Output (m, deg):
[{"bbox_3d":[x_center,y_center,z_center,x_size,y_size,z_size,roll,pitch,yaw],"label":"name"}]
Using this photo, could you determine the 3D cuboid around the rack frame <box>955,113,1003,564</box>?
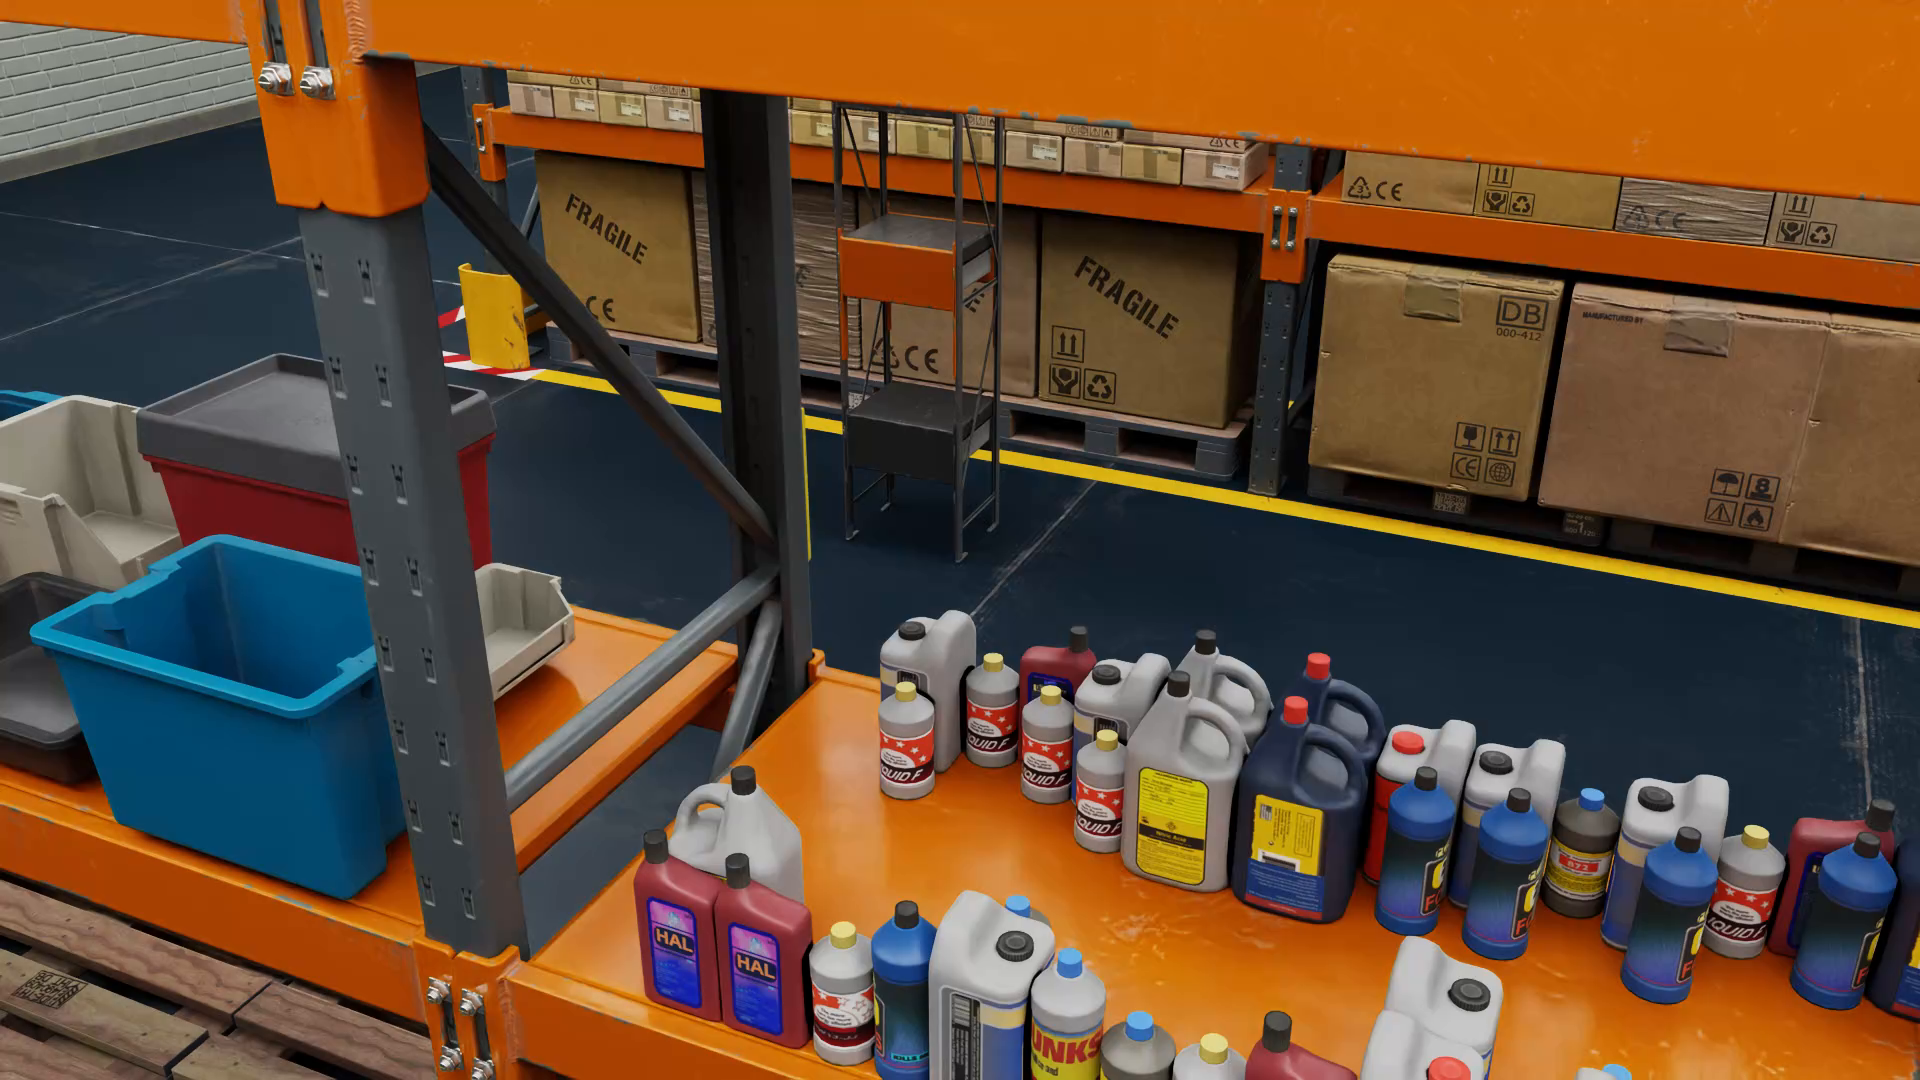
[{"bbox_3d":[0.071,-0.928,6.257,0.015,2.100,0.400,11,28,22],"label":"rack frame"}]

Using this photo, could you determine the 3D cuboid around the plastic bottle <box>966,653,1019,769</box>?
[{"bbox_3d":[0.059,0.298,2.974,0.097,0.201,0.097,0,26,0],"label":"plastic bottle"}]

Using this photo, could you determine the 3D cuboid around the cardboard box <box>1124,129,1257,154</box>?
[{"bbox_3d":[0.989,-1.777,6.795,0.500,0.250,0.500,11,28,21],"label":"cardboard box"}]

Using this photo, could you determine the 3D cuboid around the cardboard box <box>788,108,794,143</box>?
[{"bbox_3d":[-0.784,-1.922,7.542,0.250,0.149,0.380,11,28,21],"label":"cardboard box"}]

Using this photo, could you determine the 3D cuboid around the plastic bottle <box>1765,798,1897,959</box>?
[{"bbox_3d":[1.297,0.501,2.469,0.133,0.283,0.061,11,28,22],"label":"plastic bottle"}]

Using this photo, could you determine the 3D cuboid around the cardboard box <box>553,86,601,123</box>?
[{"bbox_3d":[-1.721,-2.110,7.924,0.250,0.149,0.380,11,28,21],"label":"cardboard box"}]

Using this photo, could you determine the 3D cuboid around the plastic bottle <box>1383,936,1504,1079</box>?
[{"bbox_3d":[0.619,0.658,2.158,0.135,0.276,0.152,11,28,22],"label":"plastic bottle"}]

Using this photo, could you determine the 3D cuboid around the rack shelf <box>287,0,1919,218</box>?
[{"bbox_3d":[1.270,-0.401,1.587,4.000,0.370,1.077,11,28,22],"label":"rack shelf"}]

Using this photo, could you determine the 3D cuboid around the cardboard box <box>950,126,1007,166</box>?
[{"bbox_3d":[0.149,-1.734,7.161,0.250,0.149,0.380,12,29,23],"label":"cardboard box"}]

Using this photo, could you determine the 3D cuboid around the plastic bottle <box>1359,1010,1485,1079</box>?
[{"bbox_3d":[0.556,0.719,2.034,0.135,0.276,0.152,11,28,22],"label":"plastic bottle"}]

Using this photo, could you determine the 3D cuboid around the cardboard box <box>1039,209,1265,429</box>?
[{"bbox_3d":[0.932,-1.123,7.565,0.875,0.875,0.875,11,28,22],"label":"cardboard box"}]

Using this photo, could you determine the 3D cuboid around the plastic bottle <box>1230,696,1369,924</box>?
[{"bbox_3d":[0.530,0.407,2.584,0.185,0.351,0.144,11,28,22],"label":"plastic bottle"}]

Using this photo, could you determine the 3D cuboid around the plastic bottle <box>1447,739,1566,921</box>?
[{"bbox_3d":[0.856,0.438,2.605,0.135,0.276,0.152,11,28,22],"label":"plastic bottle"}]

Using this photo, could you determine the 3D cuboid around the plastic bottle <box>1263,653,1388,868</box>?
[{"bbox_3d":[0.590,0.349,2.701,0.185,0.351,0.144,11,28,22],"label":"plastic bottle"}]

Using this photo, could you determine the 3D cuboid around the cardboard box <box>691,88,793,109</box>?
[{"bbox_3d":[-0.885,-2.151,7.555,0.500,0.250,0.500,10,28,20],"label":"cardboard box"}]

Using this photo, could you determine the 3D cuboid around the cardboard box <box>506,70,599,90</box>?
[{"bbox_3d":[-1.817,-2.336,7.933,0.500,0.250,0.500,11,28,20],"label":"cardboard box"}]

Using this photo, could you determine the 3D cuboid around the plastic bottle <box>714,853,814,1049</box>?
[{"bbox_3d":[-0.272,0.572,2.325,0.133,0.283,0.061,11,28,22],"label":"plastic bottle"}]

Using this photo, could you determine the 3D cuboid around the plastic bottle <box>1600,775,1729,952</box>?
[{"bbox_3d":[1.067,0.480,2.519,0.135,0.276,0.152,11,28,22],"label":"plastic bottle"}]

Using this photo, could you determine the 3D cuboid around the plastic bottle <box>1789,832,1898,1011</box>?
[{"bbox_3d":[1.280,0.541,2.400,0.097,0.271,0.097,0,26,0],"label":"plastic bottle"}]

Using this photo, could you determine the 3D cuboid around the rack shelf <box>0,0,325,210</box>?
[{"bbox_3d":[-2.371,-1.132,3.072,4.000,0.370,1.077,11,28,22],"label":"rack shelf"}]

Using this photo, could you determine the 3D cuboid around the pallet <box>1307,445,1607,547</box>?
[{"bbox_3d":[2.233,-0.373,7.269,1.213,0.211,1.003,11,28,22],"label":"pallet"}]

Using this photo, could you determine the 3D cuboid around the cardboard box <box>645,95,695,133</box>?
[{"bbox_3d":[-1.250,-2.016,7.733,0.250,0.149,0.380,11,28,21],"label":"cardboard box"}]

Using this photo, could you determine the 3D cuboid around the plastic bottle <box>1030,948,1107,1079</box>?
[{"bbox_3d":[0.140,0.651,2.177,0.097,0.271,0.097,0,26,0],"label":"plastic bottle"}]

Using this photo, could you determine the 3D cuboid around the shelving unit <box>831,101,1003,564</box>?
[{"bbox_3d":[-0.151,-0.972,6.348,0.503,2.100,0.431,11,28,22],"label":"shelving unit"}]

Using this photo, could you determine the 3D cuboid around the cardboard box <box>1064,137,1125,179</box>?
[{"bbox_3d":[0.618,-1.640,6.970,0.250,0.149,0.380,11,28,21],"label":"cardboard box"}]

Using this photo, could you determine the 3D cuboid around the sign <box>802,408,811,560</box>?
[{"bbox_3d":[-0.321,-0.089,3.221,0.005,0.325,0.100,11,28,22],"label":"sign"}]

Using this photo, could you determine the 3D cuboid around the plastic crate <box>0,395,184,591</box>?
[{"bbox_3d":[-1.865,-0.071,3.564,0.530,0.282,0.437,11,28,22],"label":"plastic crate"}]

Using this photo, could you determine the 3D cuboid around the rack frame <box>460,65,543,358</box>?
[{"bbox_3d":[-2.142,-2.467,8.364,0.127,3.000,1.000,11,28,22],"label":"rack frame"}]

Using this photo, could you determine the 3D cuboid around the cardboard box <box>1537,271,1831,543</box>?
[{"bbox_3d":[2.904,-0.698,6.702,0.875,0.875,1.225,10,28,20],"label":"cardboard box"}]

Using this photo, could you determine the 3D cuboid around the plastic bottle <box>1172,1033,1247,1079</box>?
[{"bbox_3d":[0.317,0.718,2.121,0.097,0.201,0.097,0,26,0],"label":"plastic bottle"}]

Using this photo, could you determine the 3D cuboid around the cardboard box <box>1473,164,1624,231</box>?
[{"bbox_3d":[2.273,-1.504,6.295,0.500,0.500,0.500,11,28,22],"label":"cardboard box"}]

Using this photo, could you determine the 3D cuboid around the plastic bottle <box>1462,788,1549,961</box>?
[{"bbox_3d":[0.821,0.493,2.498,0.097,0.271,0.097,0,26,0],"label":"plastic bottle"}]

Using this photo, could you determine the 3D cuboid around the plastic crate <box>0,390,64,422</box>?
[{"bbox_3d":[-2.216,-0.154,3.789,0.300,0.233,0.416,11,28,22],"label":"plastic crate"}]

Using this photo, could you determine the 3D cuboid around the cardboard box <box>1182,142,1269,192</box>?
[{"bbox_3d":[1.086,-1.546,6.780,0.250,0.149,0.380,12,28,22],"label":"cardboard box"}]

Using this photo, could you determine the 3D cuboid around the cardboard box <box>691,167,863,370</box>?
[{"bbox_3d":[-0.698,-1.450,8.230,0.875,0.875,0.875,11,28,22],"label":"cardboard box"}]

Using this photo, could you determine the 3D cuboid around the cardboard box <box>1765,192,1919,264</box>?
[{"bbox_3d":[3.201,-1.320,5.921,0.500,0.500,0.500,12,29,23],"label":"cardboard box"}]

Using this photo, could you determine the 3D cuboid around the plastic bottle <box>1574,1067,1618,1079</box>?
[{"bbox_3d":[0.767,0.762,1.948,0.135,0.276,0.152,11,28,22],"label":"plastic bottle"}]

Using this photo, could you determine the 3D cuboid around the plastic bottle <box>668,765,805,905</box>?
[{"bbox_3d":[-0.328,0.481,2.434,0.185,0.351,0.144,11,28,22],"label":"plastic bottle"}]

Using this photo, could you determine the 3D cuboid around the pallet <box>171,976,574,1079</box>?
[{"bbox_3d":[-1.236,1.389,3.691,1.213,0.211,1.003,11,28,22],"label":"pallet"}]

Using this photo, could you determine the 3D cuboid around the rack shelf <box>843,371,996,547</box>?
[{"bbox_3d":[-0.151,-0.332,6.663,0.480,0.518,0.431,11,28,22],"label":"rack shelf"}]

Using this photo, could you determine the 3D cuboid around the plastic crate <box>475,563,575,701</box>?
[{"bbox_3d":[-0.915,0.205,3.168,0.243,0.136,0.396,11,28,22],"label":"plastic crate"}]

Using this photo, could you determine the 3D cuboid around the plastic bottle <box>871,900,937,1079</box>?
[{"bbox_3d":[-0.071,0.609,2.264,0.097,0.271,0.097,0,26,0],"label":"plastic bottle"}]

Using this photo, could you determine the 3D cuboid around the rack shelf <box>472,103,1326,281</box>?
[{"bbox_3d":[-0.321,-1.778,7.780,4.000,0.370,1.077,11,28,22],"label":"rack shelf"}]

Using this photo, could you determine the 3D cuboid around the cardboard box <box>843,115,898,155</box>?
[{"bbox_3d":[-0.315,-1.828,7.352,0.250,0.149,0.380,12,29,23],"label":"cardboard box"}]

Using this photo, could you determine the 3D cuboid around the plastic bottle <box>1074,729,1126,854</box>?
[{"bbox_3d":[0.240,0.408,2.750,0.097,0.201,0.097,0,26,0],"label":"plastic bottle"}]

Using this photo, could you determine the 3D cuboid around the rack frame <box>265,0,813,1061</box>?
[{"bbox_3d":[-0.549,0.255,2.836,0.053,2.616,0.949,11,28,22],"label":"rack frame"}]

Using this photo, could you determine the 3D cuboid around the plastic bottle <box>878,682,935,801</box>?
[{"bbox_3d":[-0.093,0.341,2.886,0.097,0.201,0.097,0,26,0],"label":"plastic bottle"}]

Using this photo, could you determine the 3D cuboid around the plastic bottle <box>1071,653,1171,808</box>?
[{"bbox_3d":[0.274,0.321,2.843,0.135,0.276,0.152,11,28,22],"label":"plastic bottle"}]

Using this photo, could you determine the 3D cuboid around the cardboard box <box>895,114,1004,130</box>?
[{"bbox_3d":[0.052,-1.963,7.175,0.500,0.250,0.500,12,29,23],"label":"cardboard box"}]

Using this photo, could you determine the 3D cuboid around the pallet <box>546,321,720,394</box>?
[{"bbox_3d":[-1.381,-1.101,8.747,1.213,0.211,1.003,11,28,22],"label":"pallet"}]

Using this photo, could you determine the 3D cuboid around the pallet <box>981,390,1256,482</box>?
[{"bbox_3d":[0.840,-0.655,7.841,1.213,0.211,1.003,11,28,22],"label":"pallet"}]
